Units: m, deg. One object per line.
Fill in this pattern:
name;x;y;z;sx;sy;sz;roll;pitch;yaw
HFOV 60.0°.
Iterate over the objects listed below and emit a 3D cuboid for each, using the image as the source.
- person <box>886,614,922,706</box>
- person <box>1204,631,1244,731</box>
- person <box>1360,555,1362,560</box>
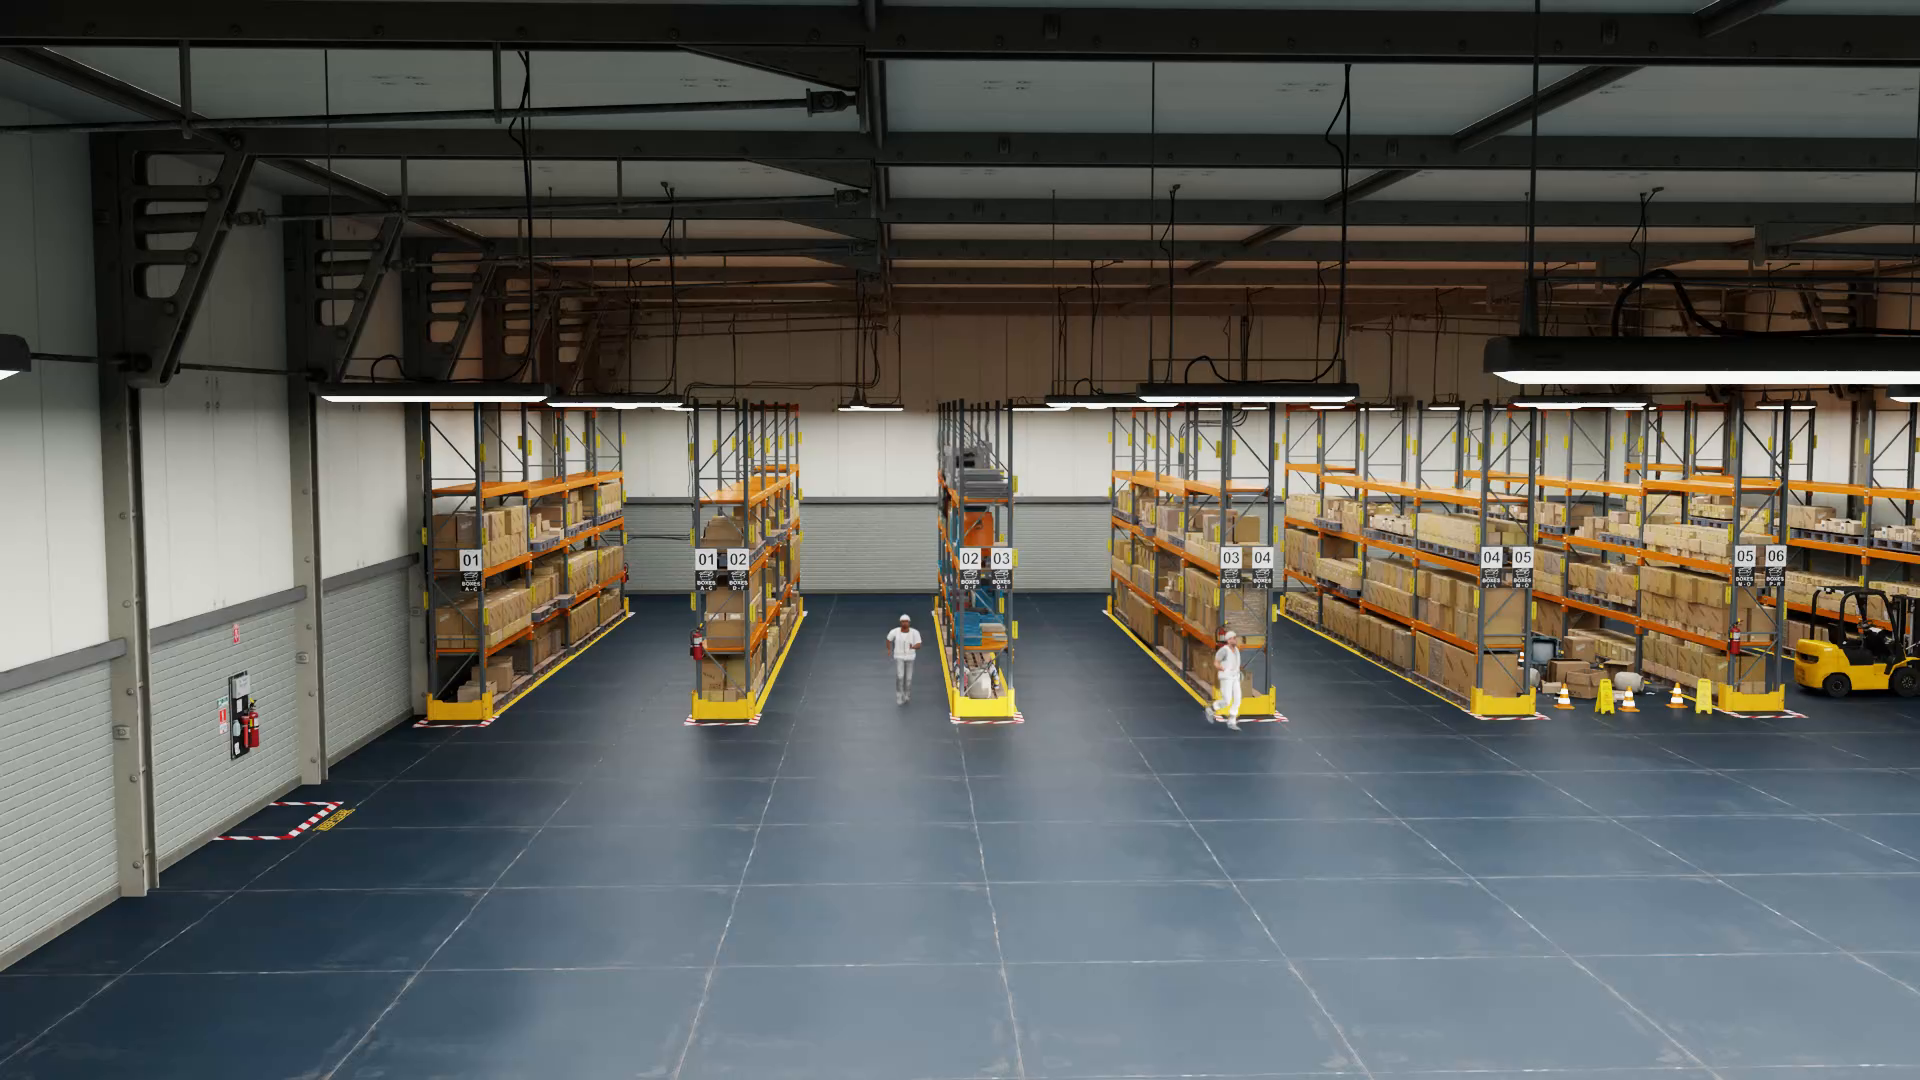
person;-1.093;2.362;32.720;0.671;1.801;0.728;-1;4;-8
person;4.894;2.547;30.308;0.689;1.771;0.779;-4;6;-42
person;12.071;1.231;49.101;0.795;1.602;0.571;-1;4;-13
